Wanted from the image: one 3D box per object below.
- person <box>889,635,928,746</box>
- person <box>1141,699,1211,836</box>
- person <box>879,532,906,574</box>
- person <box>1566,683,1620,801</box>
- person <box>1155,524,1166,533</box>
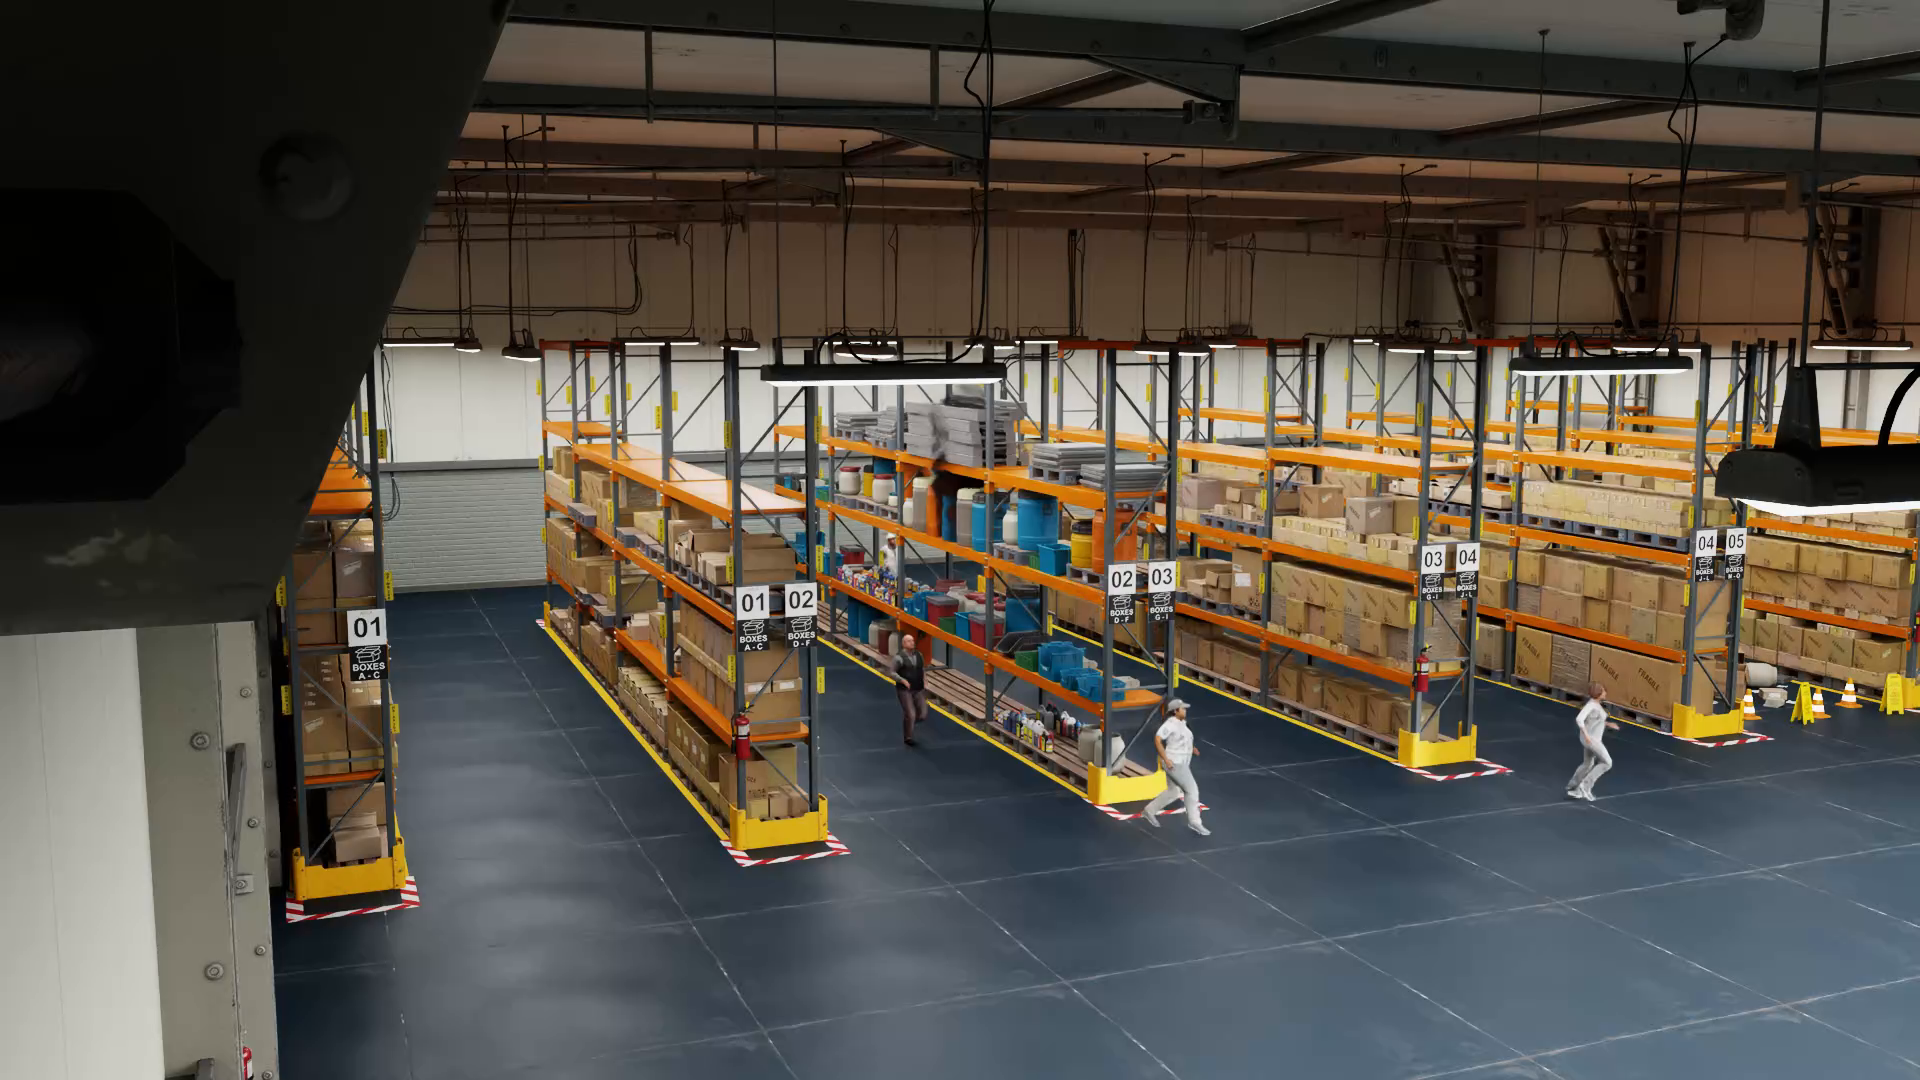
[{"bbox_3d":[-0.744,2.258,24.998,0.656,1.671,0.603,-5,9,-32],"label":"person"},{"bbox_3d":[2.727,2.816,20.825,0.886,1.662,0.606,2,8,15],"label":"person"},{"bbox_3d":[-1.470,0.729,36.528,0.658,1.811,0.726,-5,9,-36],"label":"person"},{"bbox_3d":[8.426,2.675,22.104,0.630,1.571,0.538,2,8,18],"label":"person"},{"bbox_3d":[4.885,0.089,41.620,1.053,1.702,0.714,-1,7,-5],"label":"person"}]
